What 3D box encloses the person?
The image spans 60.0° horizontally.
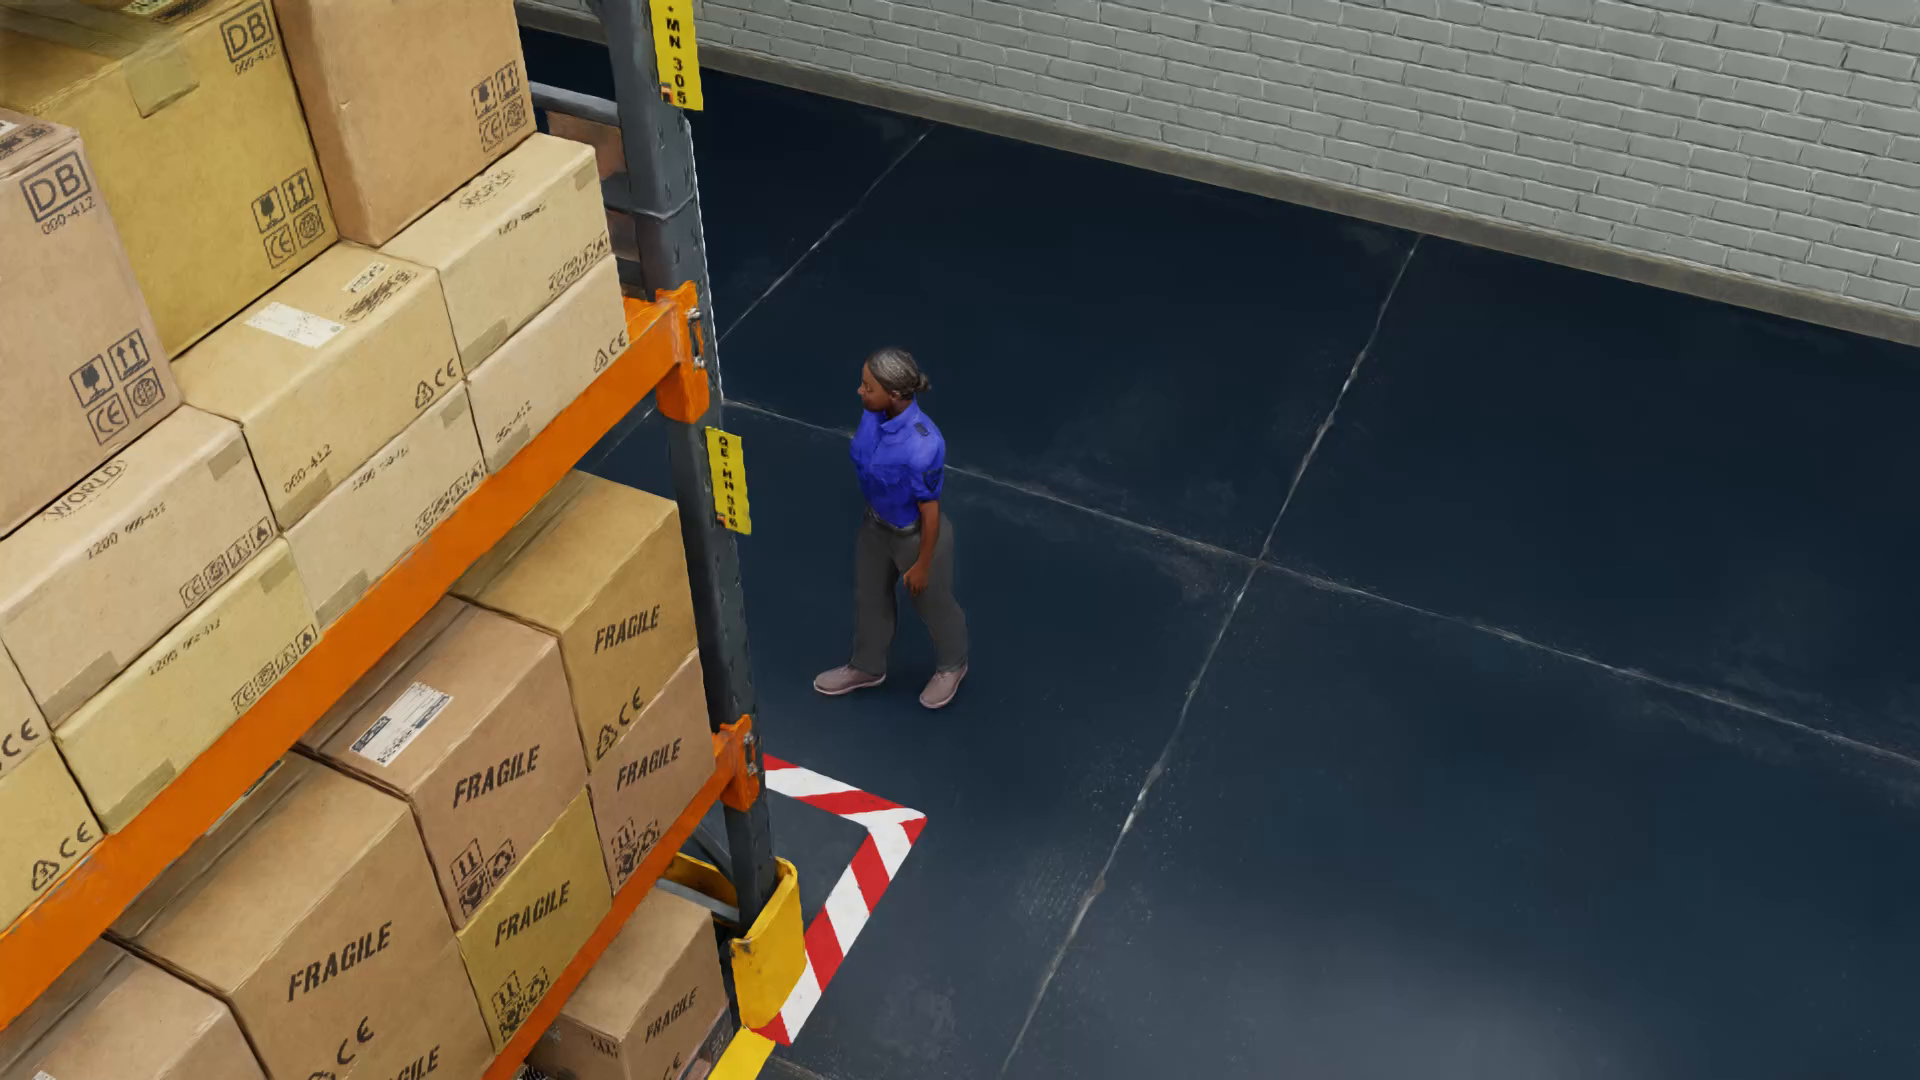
[{"bbox_3d":[-0.247,-0.014,6.170,0.571,1.653,0.456,-26,48,-26],"label":"person"}]
